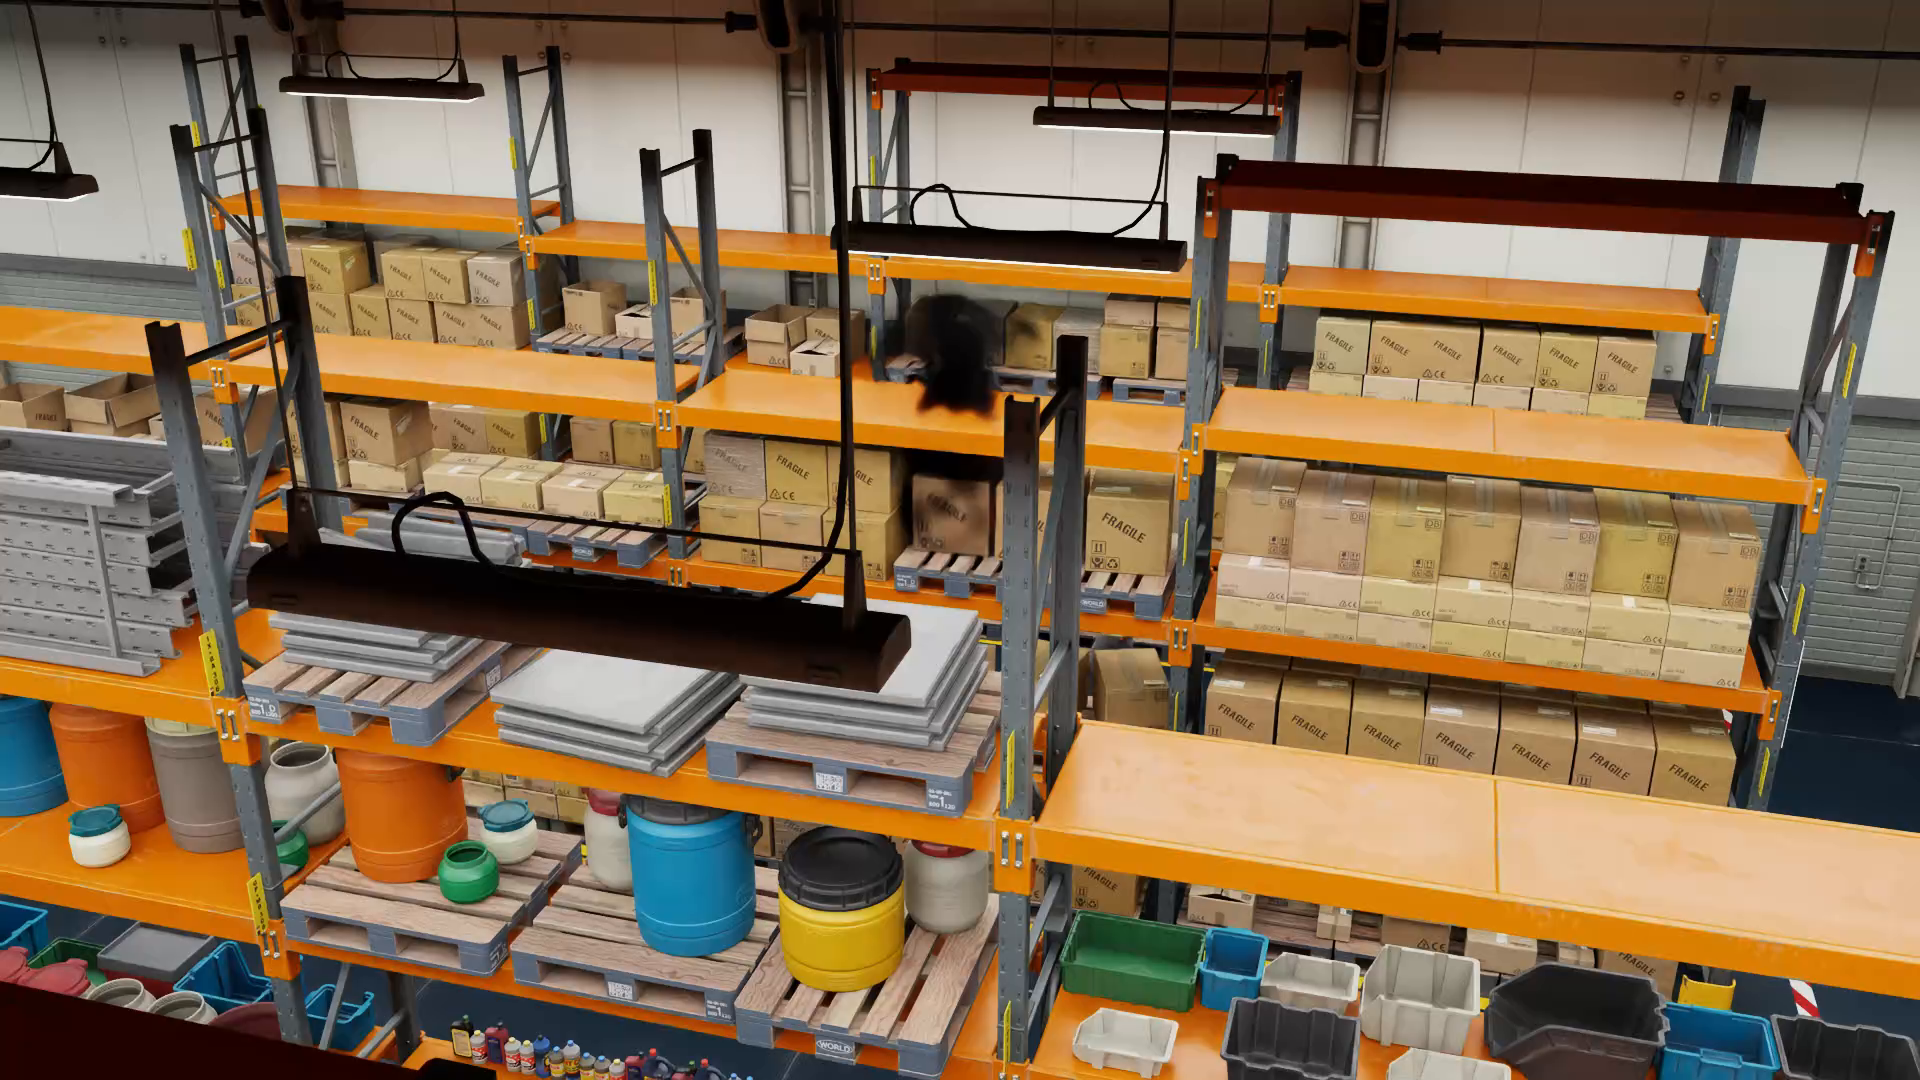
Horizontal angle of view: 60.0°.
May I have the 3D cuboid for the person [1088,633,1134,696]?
[{"bbox_3d":[1.551,0.884,16.325,0.867,1.827,0.609,5,23,13],"label":"person"}]
